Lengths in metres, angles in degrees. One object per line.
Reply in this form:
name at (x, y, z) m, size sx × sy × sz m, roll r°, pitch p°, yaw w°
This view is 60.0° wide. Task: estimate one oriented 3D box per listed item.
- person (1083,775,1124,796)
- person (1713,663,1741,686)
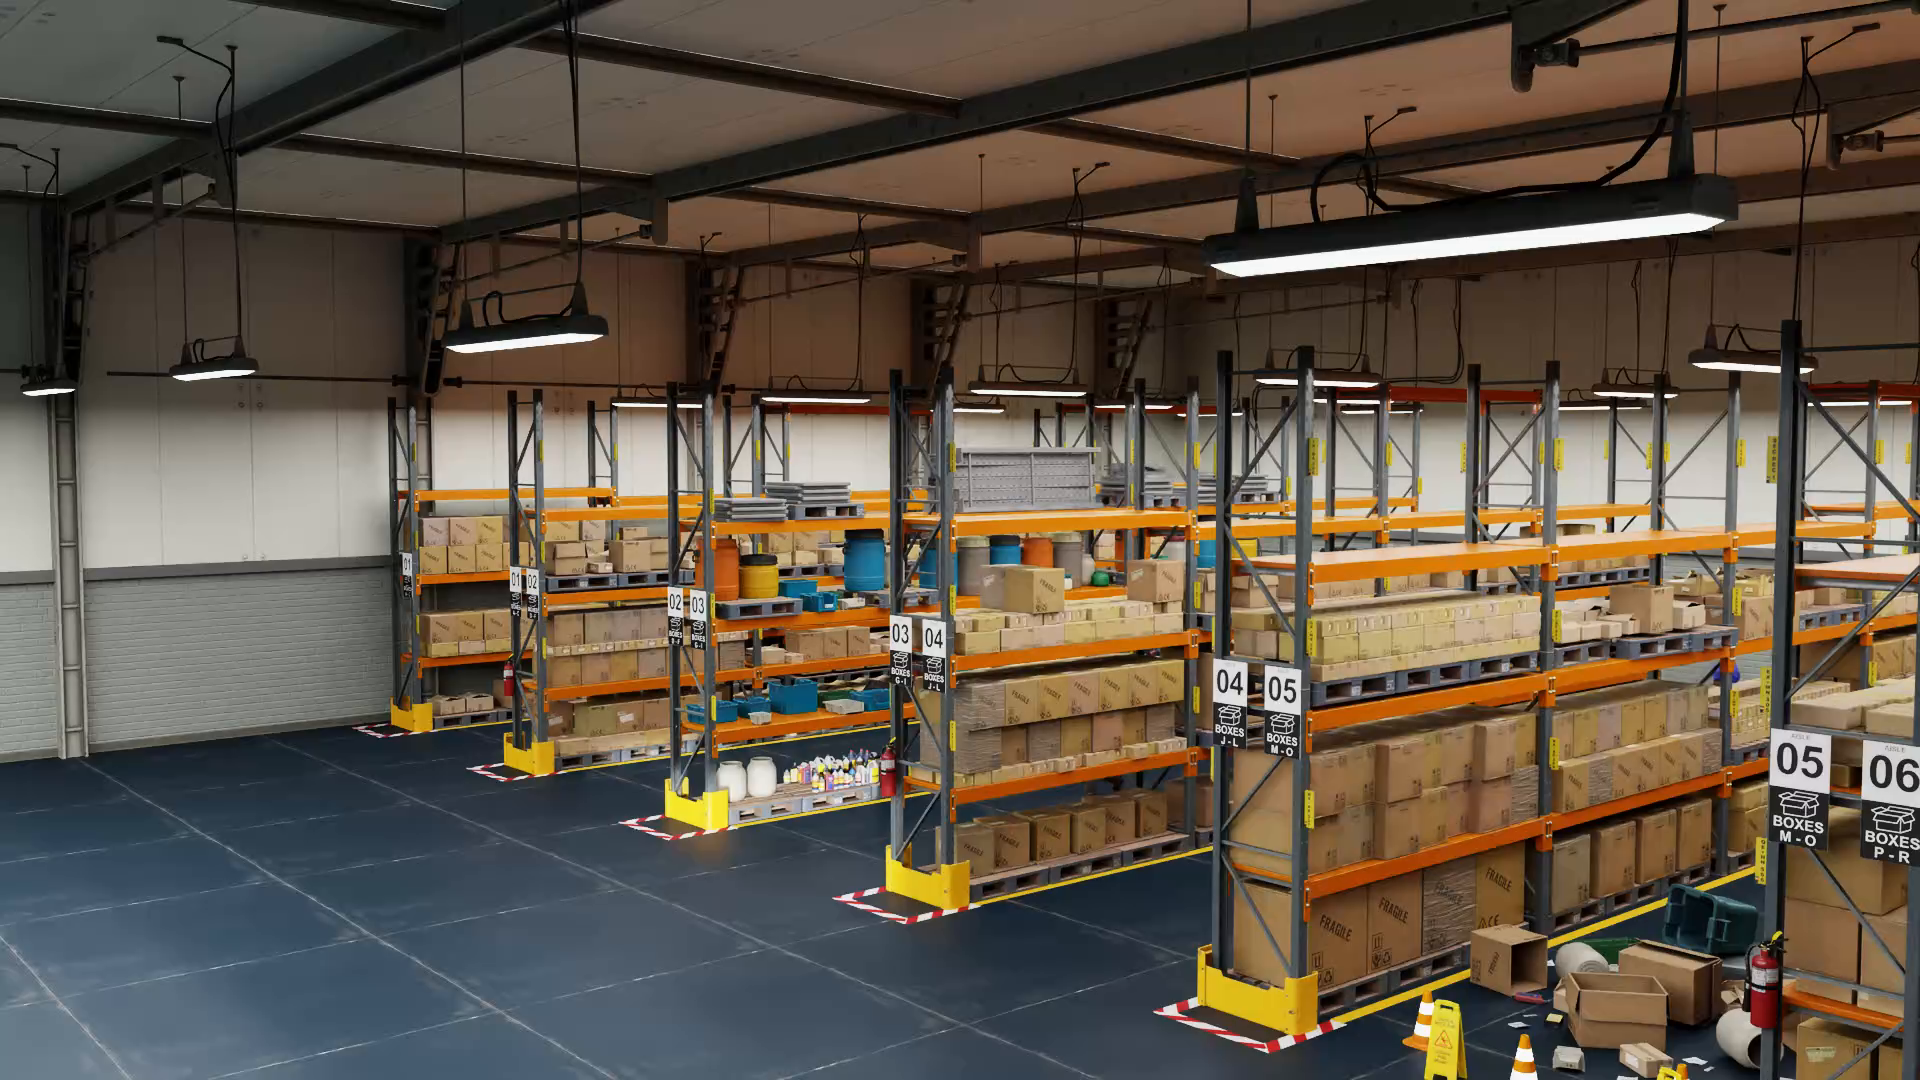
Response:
person at (1.999, 2.927, 23.779) m, size 0.789 × 1.702 × 0.673 m, roll -3°, pitch 5°, yaw -43°
person at (13.118, 2.697, 28.378) m, size 0.603 × 1.650 × 0.929 m, roll 0°, pitch 3°, yaw -8°
